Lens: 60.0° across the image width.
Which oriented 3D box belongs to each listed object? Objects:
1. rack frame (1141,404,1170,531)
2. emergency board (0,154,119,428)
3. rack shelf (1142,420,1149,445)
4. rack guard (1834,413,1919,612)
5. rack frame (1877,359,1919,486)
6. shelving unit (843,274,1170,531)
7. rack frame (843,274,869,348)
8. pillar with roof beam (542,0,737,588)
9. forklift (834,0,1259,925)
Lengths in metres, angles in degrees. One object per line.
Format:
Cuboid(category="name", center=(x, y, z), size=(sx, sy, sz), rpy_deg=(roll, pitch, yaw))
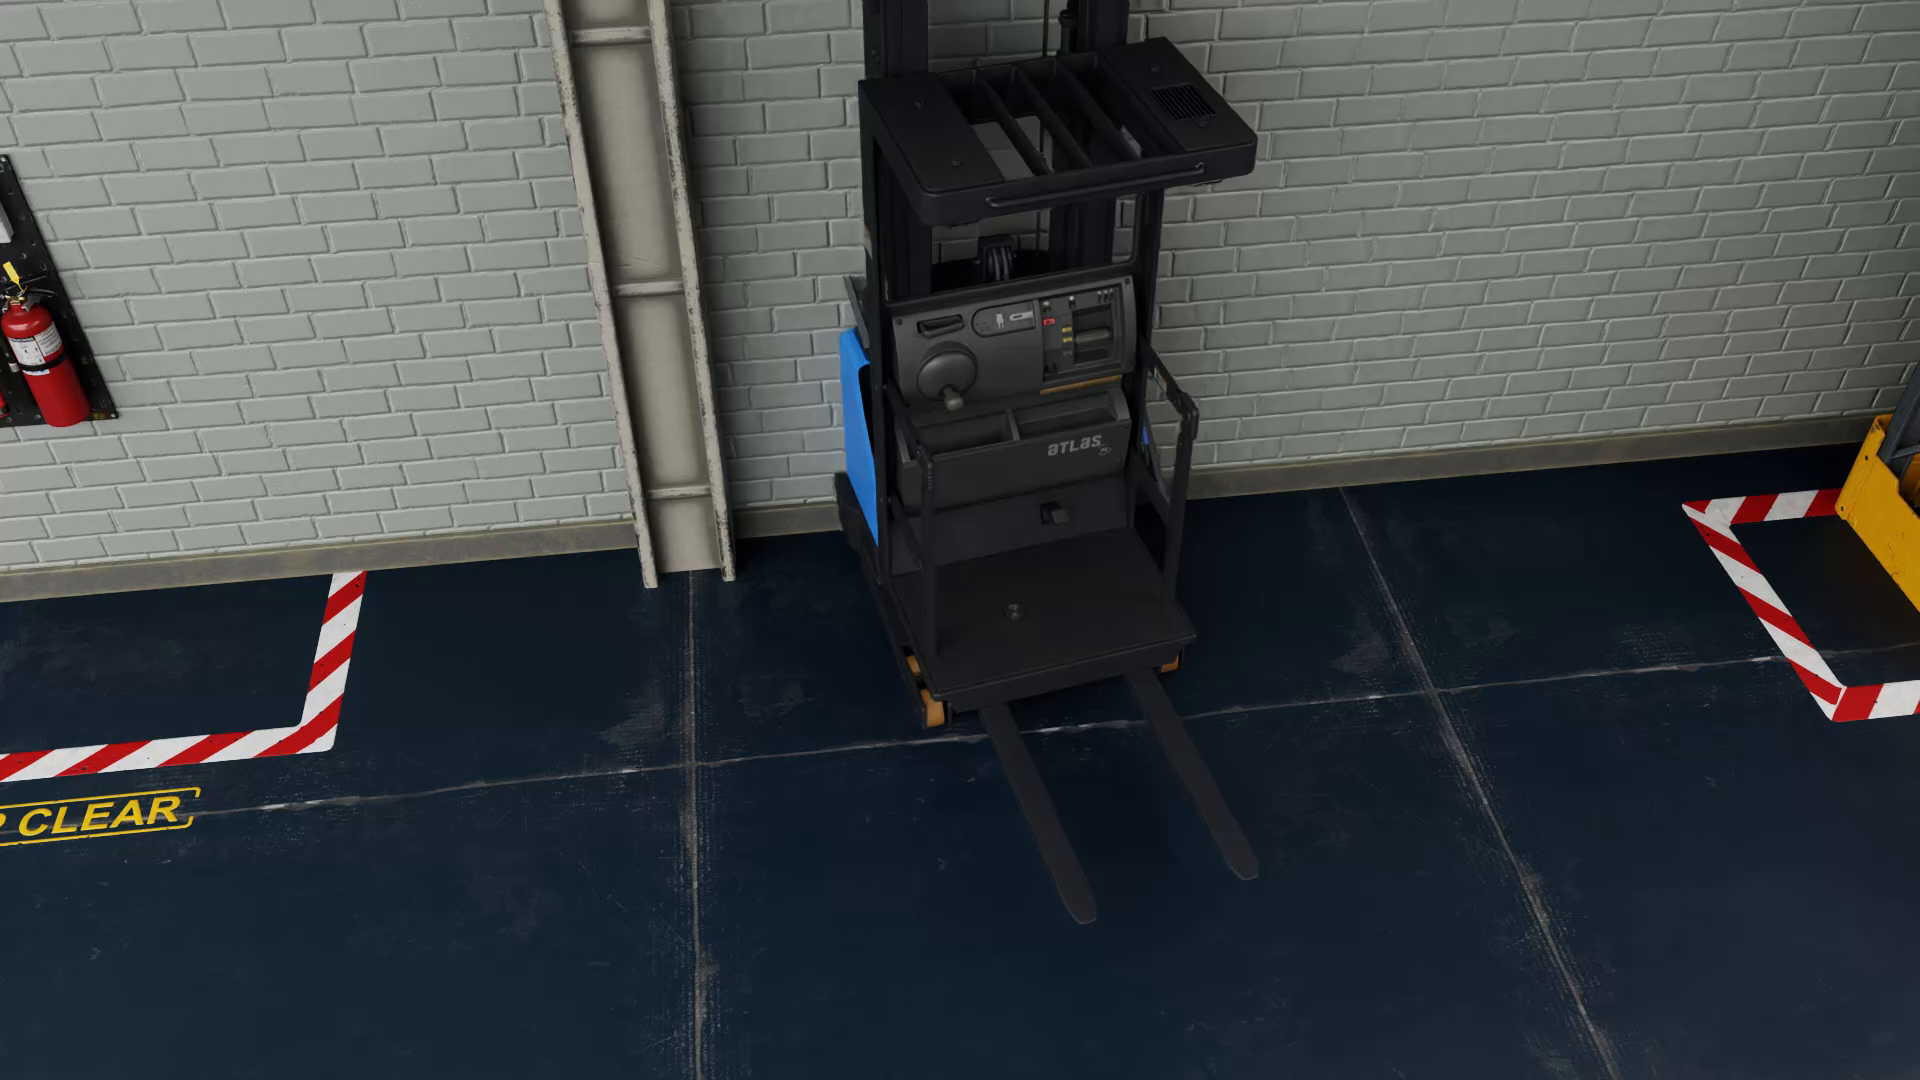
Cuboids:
Cuboid(category="rack frame", center=(0.713, -0.747, 7.070), size=(0.032, 1.500, 0.500), rpy_deg=(-15, 24, 3))
Cuboid(category="emergency board", center=(-3.649, -0.834, 6.150), size=(0.643, 1.169, 0.194), rpy_deg=(-5, 42, -6))
Cuboid(category="rack shelf", center=(0.270, -0.456, 7.171), size=(1.000, 0.185, 0.538), rpy_deg=(-15, 24, 3))
Cuboid(category="rack guard", center=(4.249, 0.012, 7.078), size=(0.348, 0.500, 1.175), rpy_deg=(-5, 42, -6))
Cuboid(category="rack frame", center=(4.173, -0.909, 6.234), size=(0.127, 3.000, 1.000), rpy_deg=(-5, 42, -6))
Cuboid(category="shelving unit", center=(0.223, -0.614, 7.099), size=(1.048, 1.500, 0.538), rpy_deg=(-15, 24, 3))
Cuboid(category="rack frame", center=(-0.267, -0.481, 7.127), size=(0.032, 1.500, 0.500), rpy_deg=(-15, 24, 3))
Cuboid(category="pillar with roof beam", center=(-0.636, -0.392, 1.181), size=(0.400, 9.000, 9.100), rpy_deg=(-5, 42, -6))
Cuboid(category="forklift", center=(0.275, -0.644, 5.991), size=(1.130, 2.935, 3.031), rpy_deg=(-12, 43, -13))
